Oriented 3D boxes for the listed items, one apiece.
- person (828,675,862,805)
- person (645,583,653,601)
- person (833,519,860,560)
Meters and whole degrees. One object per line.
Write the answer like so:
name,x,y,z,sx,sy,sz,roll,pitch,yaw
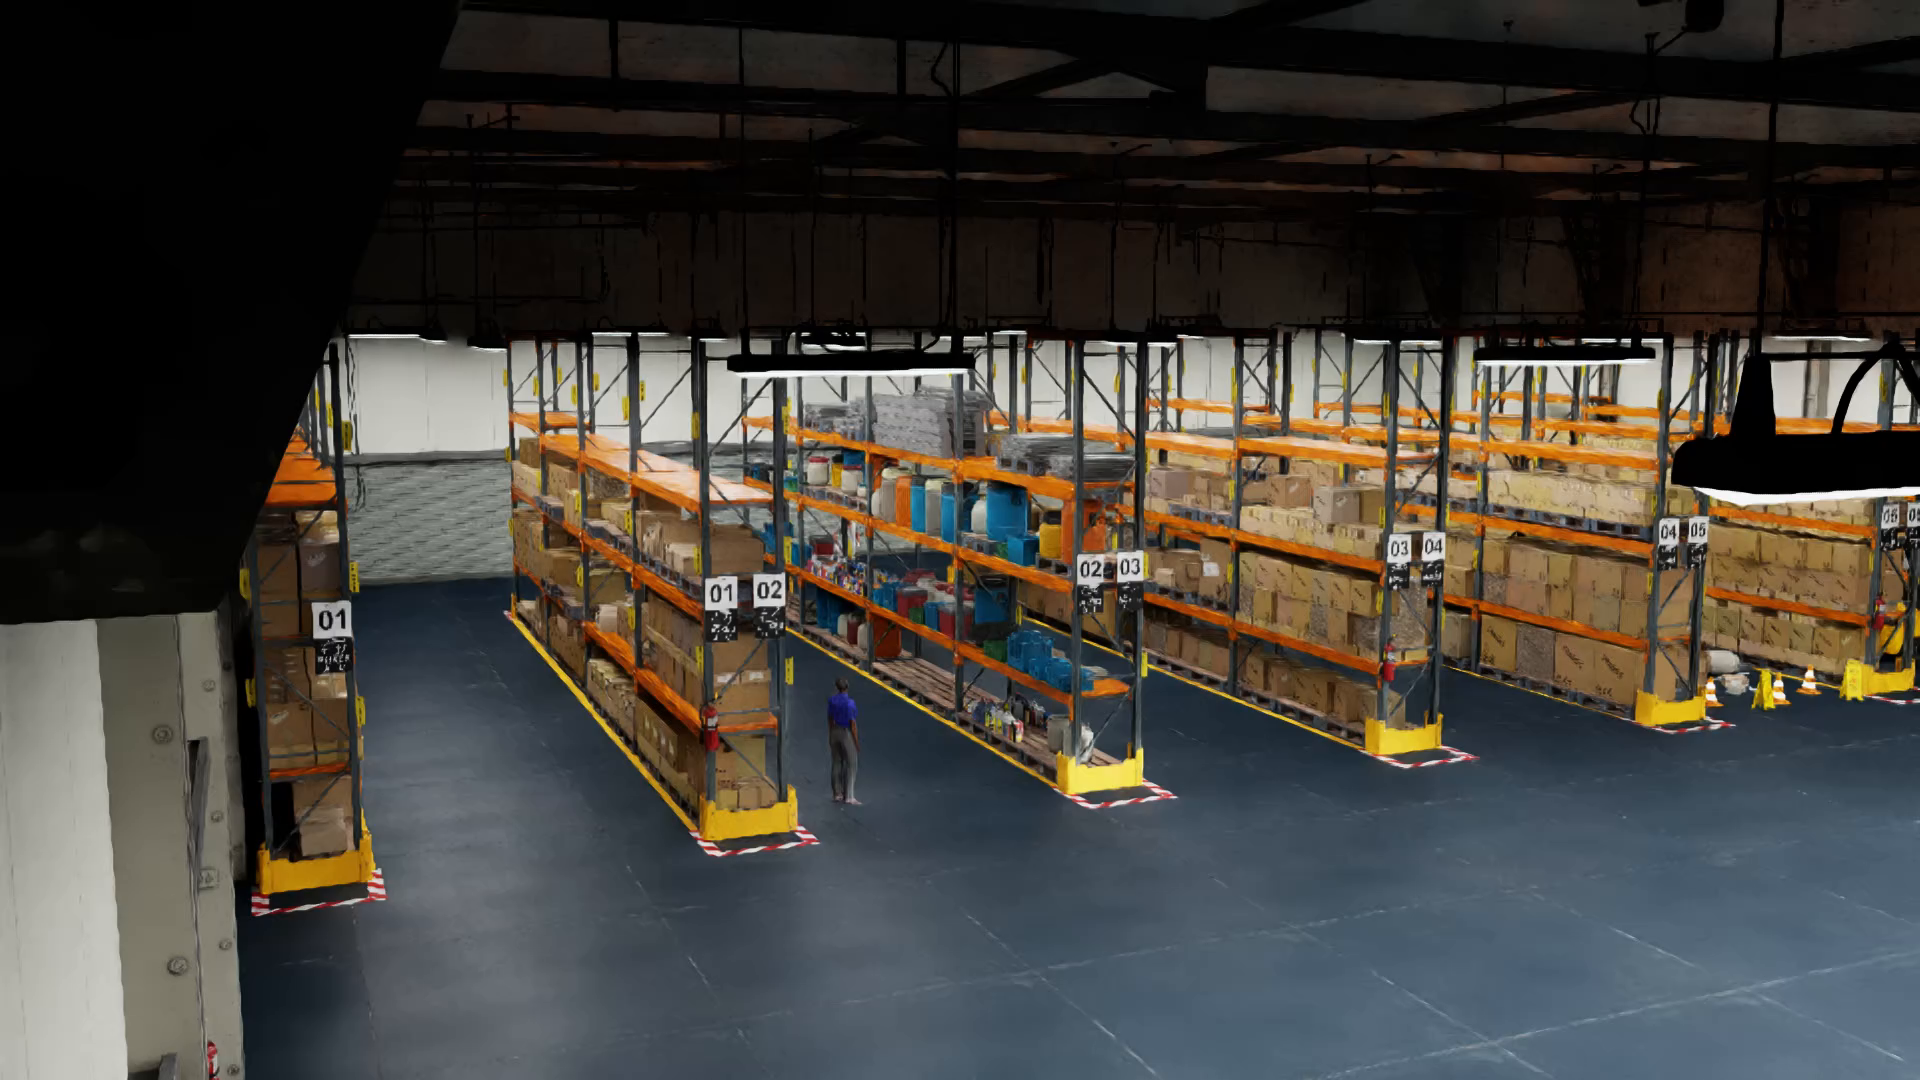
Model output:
person,-1.494,2.613,21.626,0.526,1.711,0.359,6,10,38
person,-6.500,0.714,34.774,0.527,1.776,0.670,-3,8,-20
person,-2.658,0.156,39.141,0.677,1.742,0.552,-4,9,-25
